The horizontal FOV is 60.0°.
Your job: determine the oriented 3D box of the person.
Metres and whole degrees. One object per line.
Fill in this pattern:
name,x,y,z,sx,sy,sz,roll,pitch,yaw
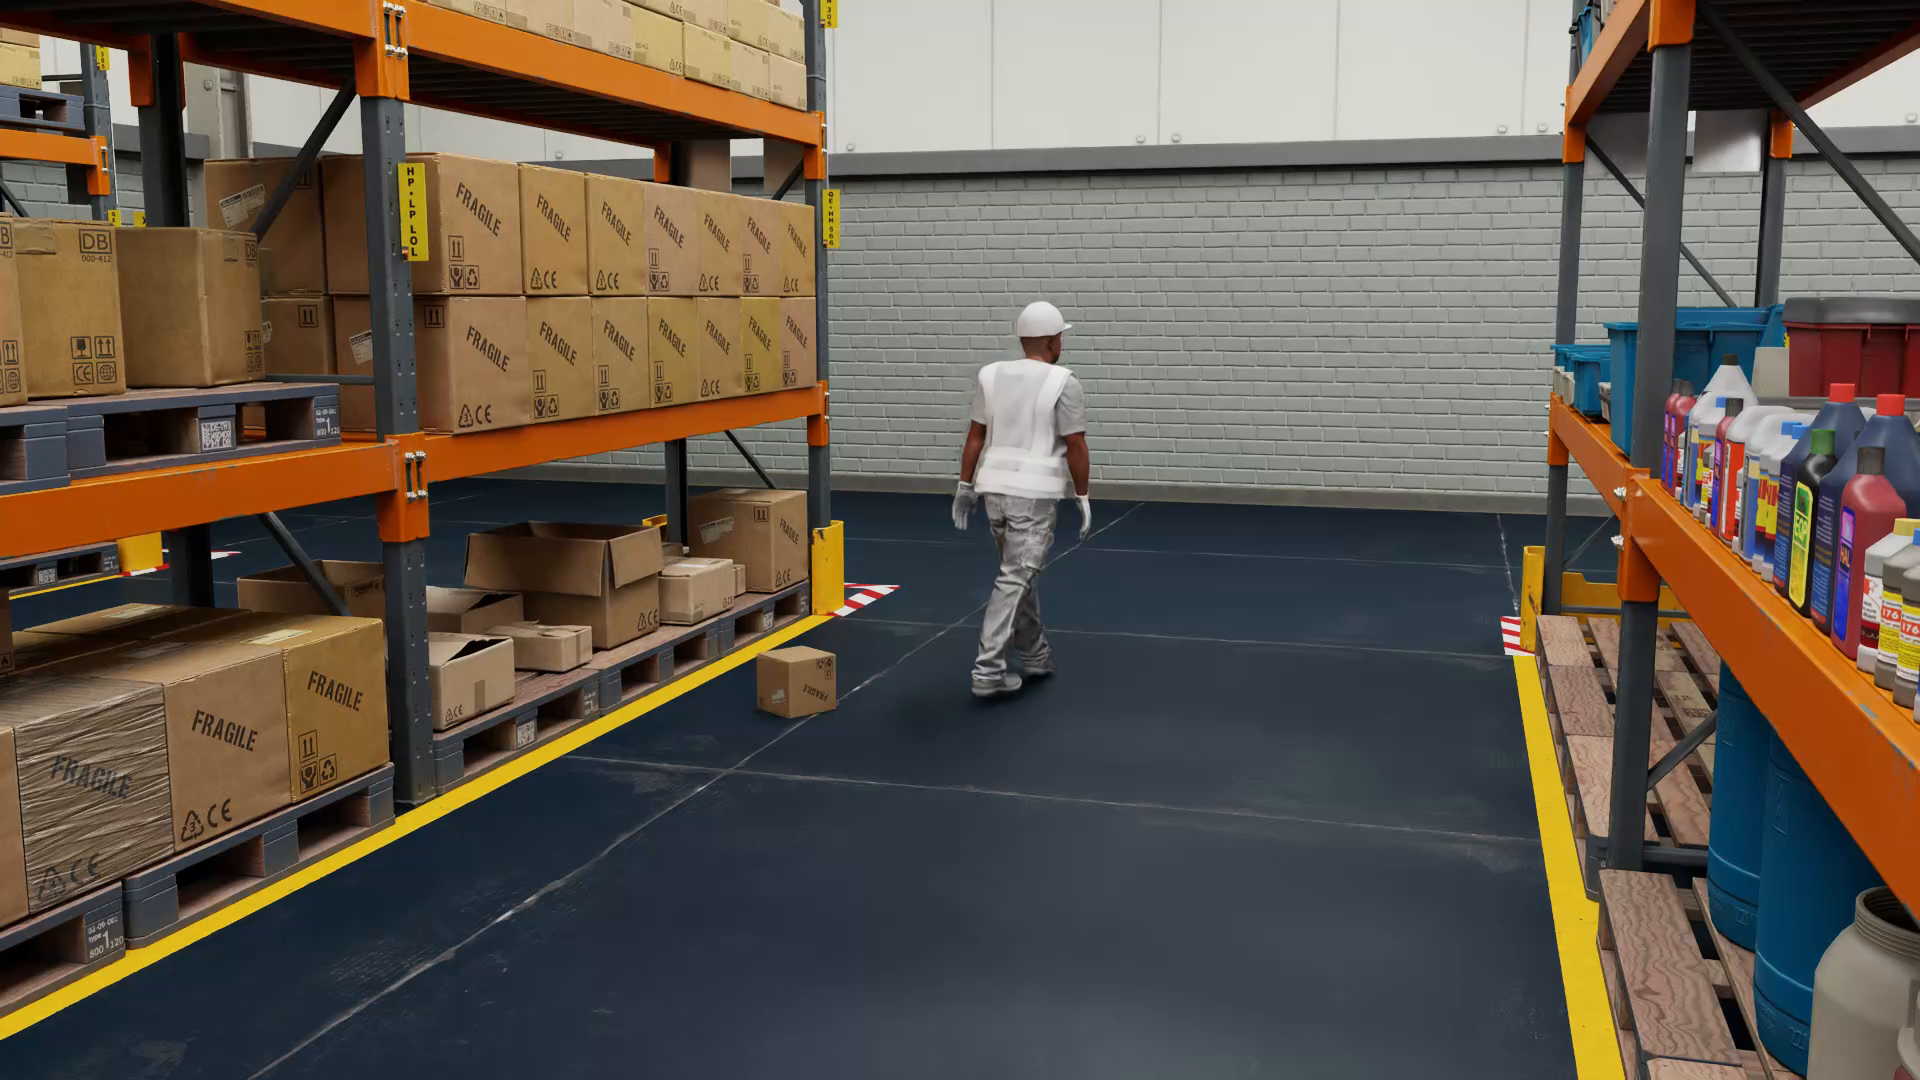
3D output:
person,0.322,-0.184,7.559,0.592,1.778,0.795,7,11,41
